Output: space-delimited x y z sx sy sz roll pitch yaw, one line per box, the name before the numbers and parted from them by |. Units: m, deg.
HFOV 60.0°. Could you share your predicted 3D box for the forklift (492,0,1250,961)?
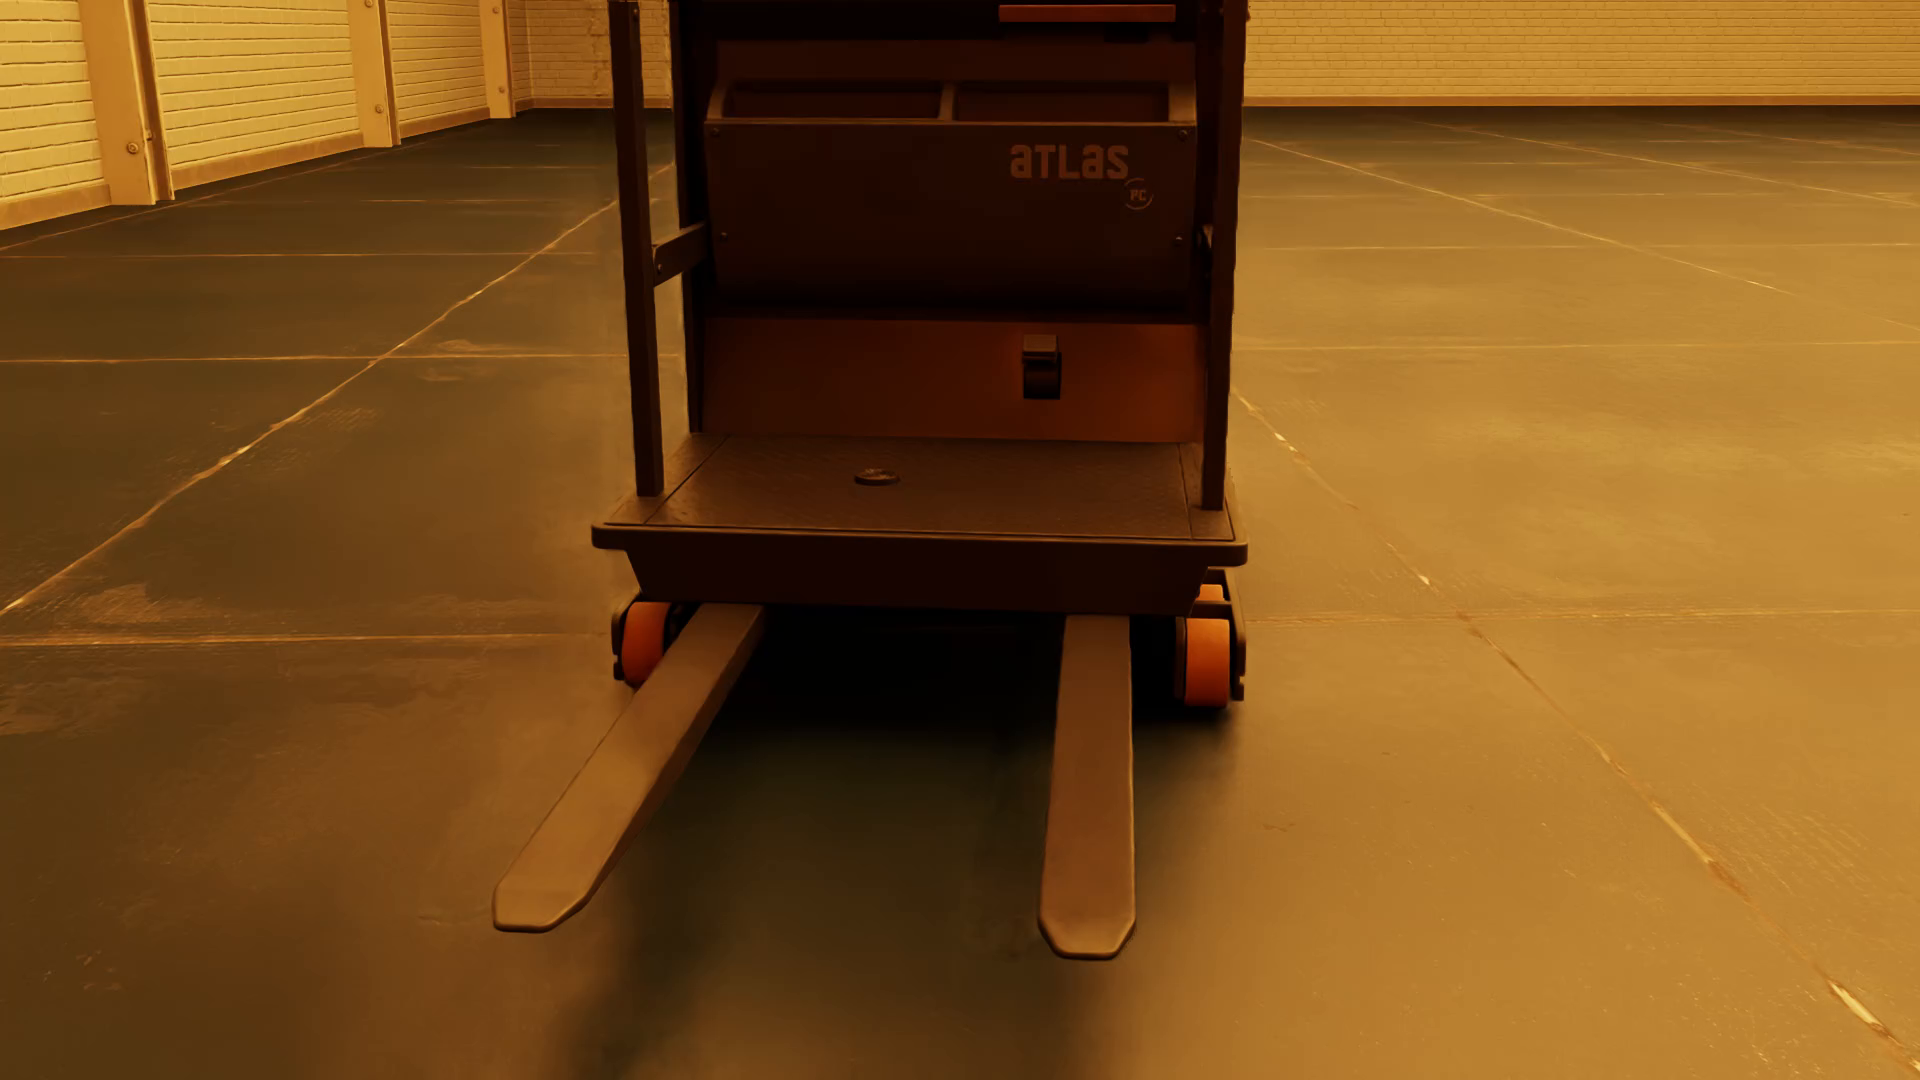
forklift | -0.035 -1.204 2.843 1.130 2.935 3.031 2 17 5
